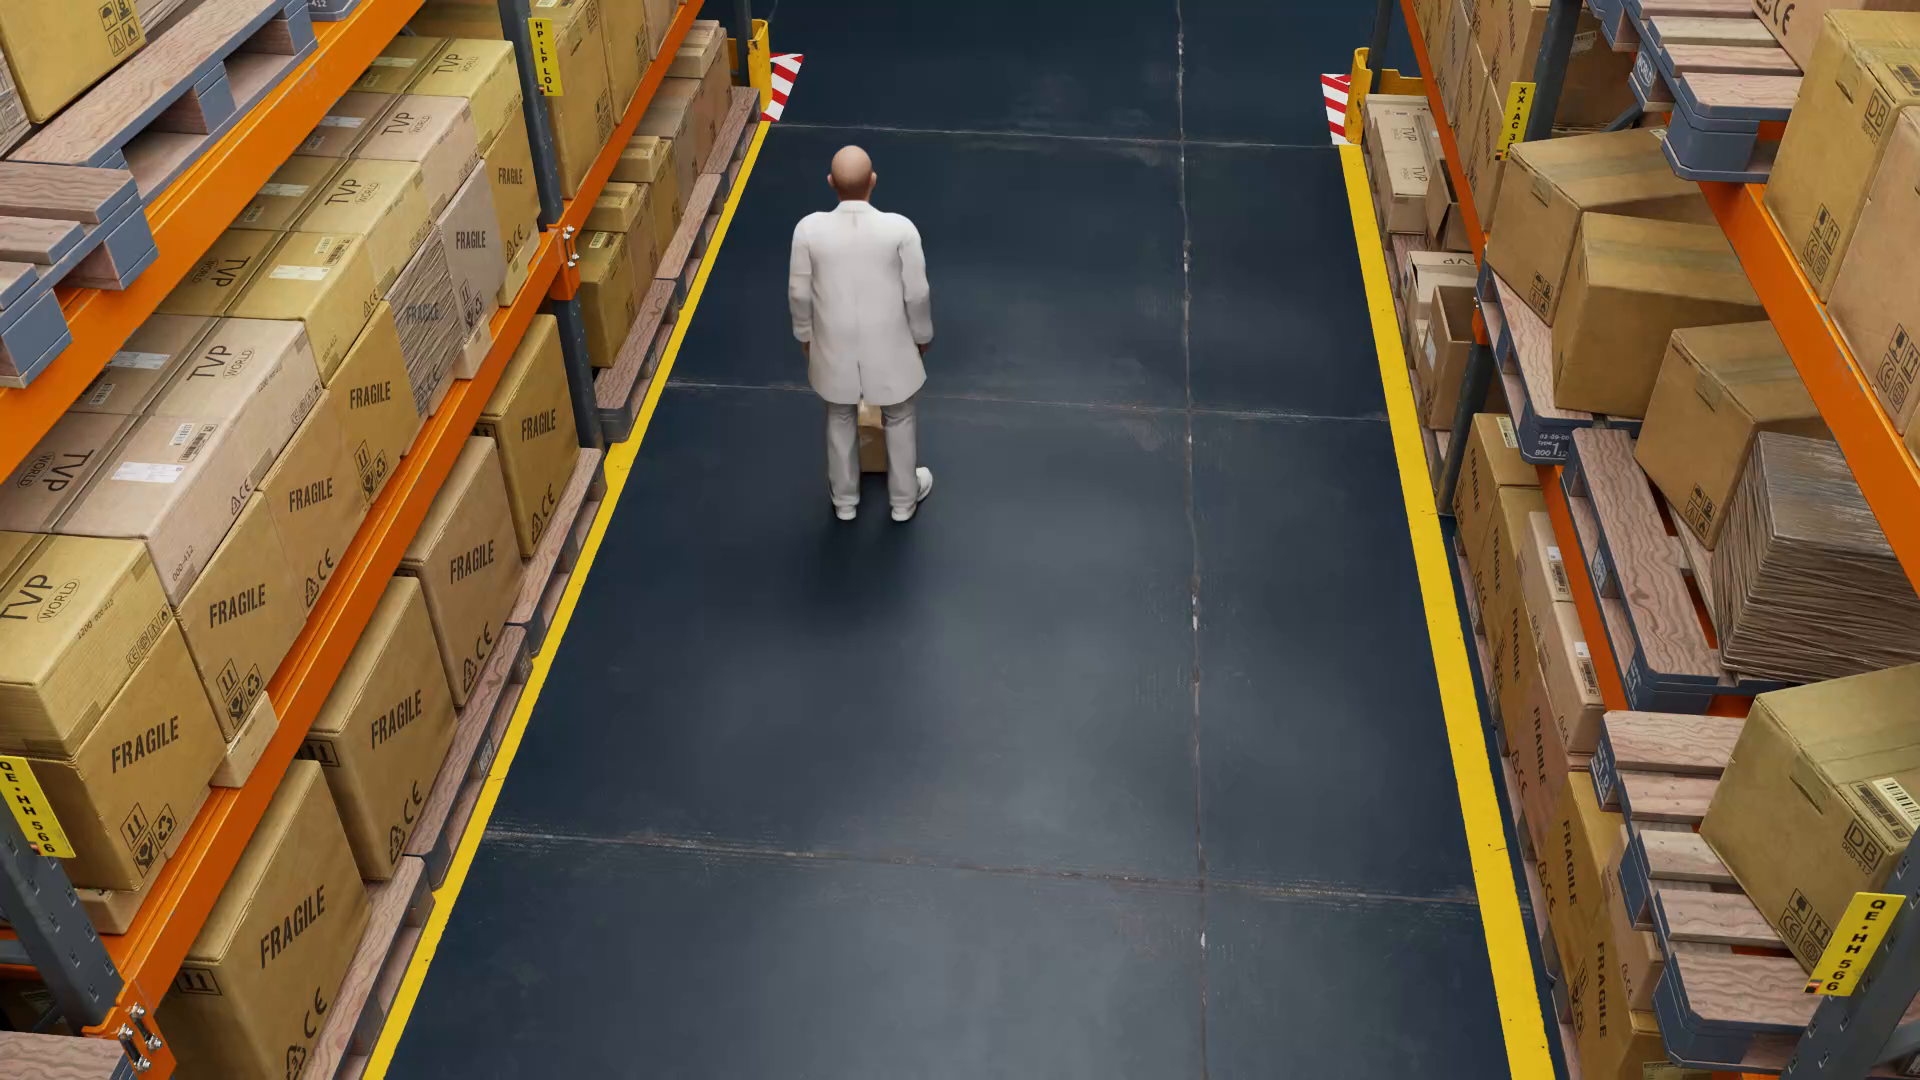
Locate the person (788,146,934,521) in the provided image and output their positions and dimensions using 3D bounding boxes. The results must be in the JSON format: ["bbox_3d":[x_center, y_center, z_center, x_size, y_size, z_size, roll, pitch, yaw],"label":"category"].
[{"bbox_3d":[-0.422,-0.864,7.214,0.612,1.775,0.426,2,40,2],"label":"person"}]
